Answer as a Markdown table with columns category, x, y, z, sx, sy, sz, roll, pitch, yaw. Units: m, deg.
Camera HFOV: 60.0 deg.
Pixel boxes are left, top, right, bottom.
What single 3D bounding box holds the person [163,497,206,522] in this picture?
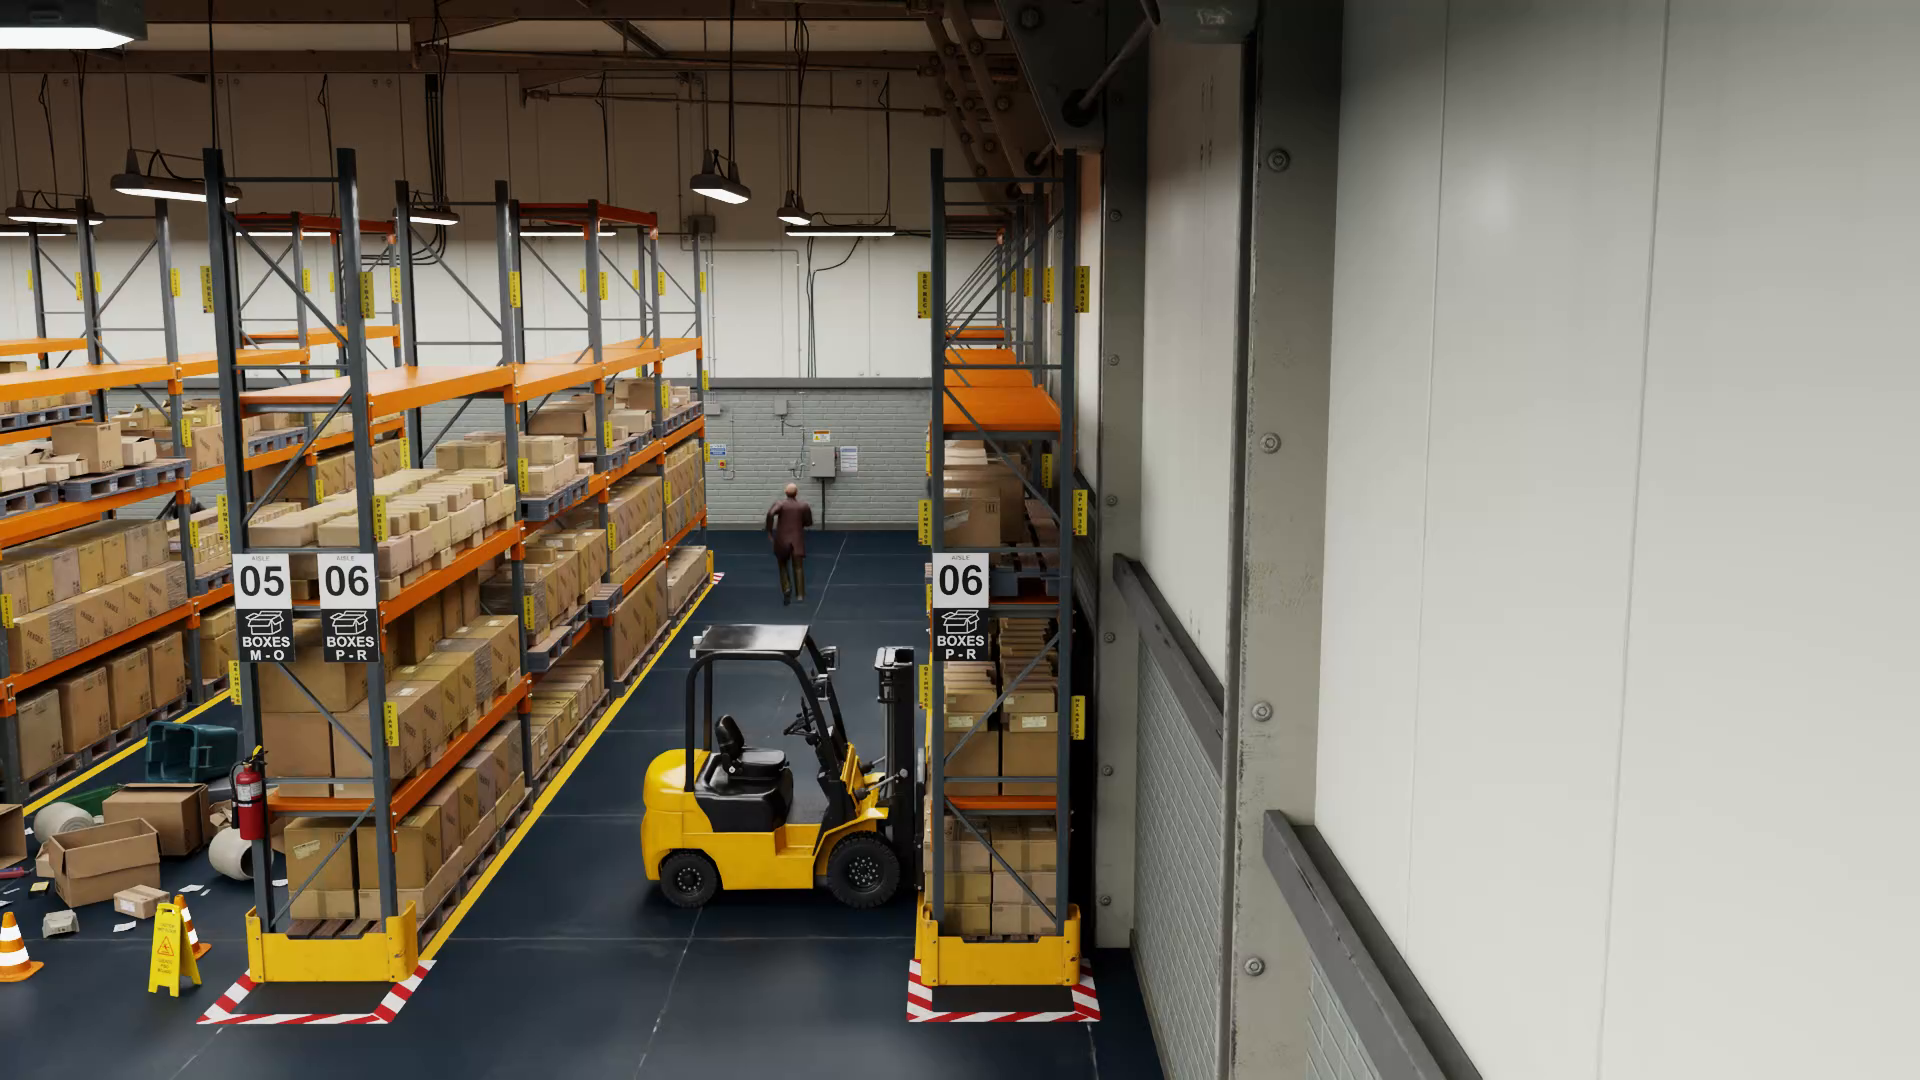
| category | x | y | z | sx | sy | sz | roll | pitch | yaw |
| --- | --- | --- | --- | --- | --- | --- | --- | --- | --- |
| person | -12.934 | -0.100 | 27.842 | 0.687 | 1.687 | 0.522 | -5 | 11 | -30 |

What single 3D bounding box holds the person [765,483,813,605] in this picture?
| category | x | y | z | sx | sy | sz | roll | pitch | yaw |
| --- | --- | --- | --- | --- | --- | --- | --- | --- | --- |
| person | -2.530 | 0.089 | 24.636 | 0.726 | 1.858 | 0.919 | -2 | 9 | -10 |
